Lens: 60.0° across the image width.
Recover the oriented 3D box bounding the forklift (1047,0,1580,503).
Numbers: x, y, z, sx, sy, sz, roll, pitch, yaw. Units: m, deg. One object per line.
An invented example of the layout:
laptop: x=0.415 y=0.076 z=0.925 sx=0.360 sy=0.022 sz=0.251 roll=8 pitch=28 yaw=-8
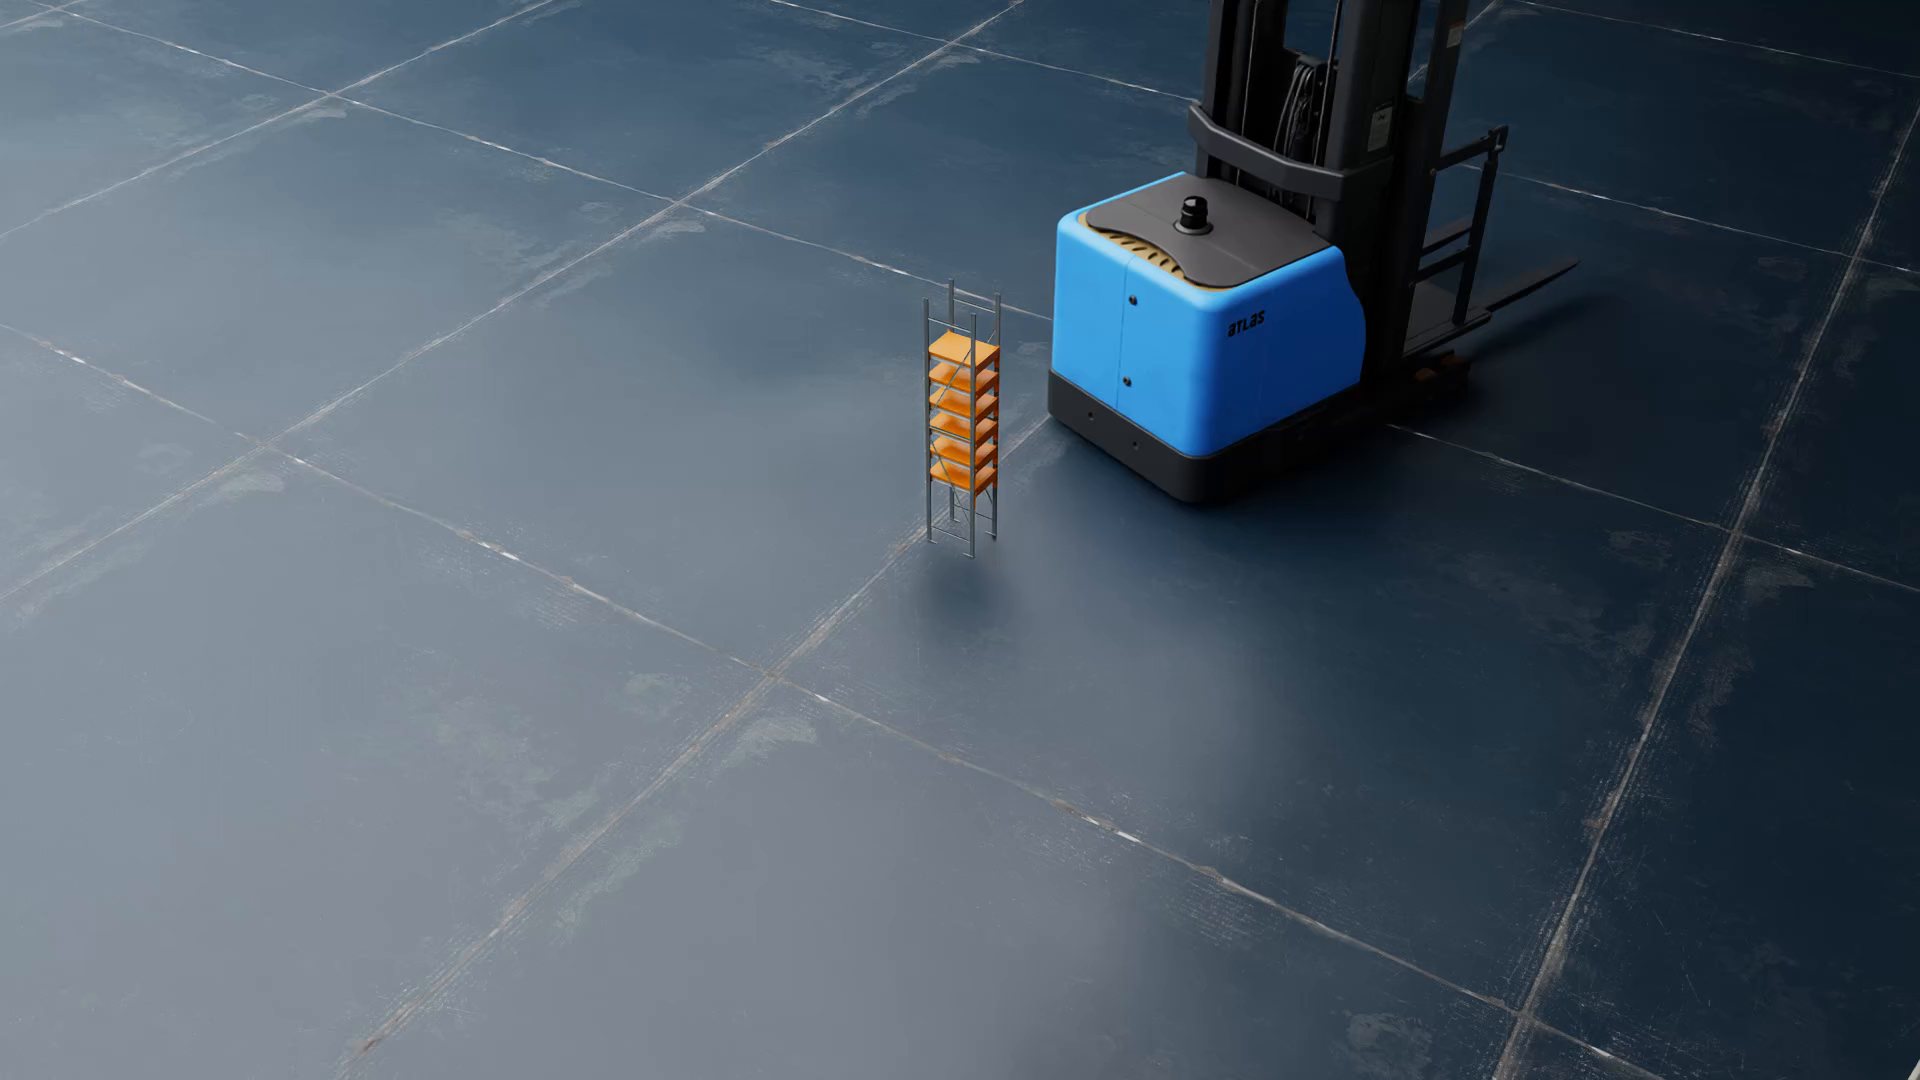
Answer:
forklift: x=1.889 y=-2.062 z=7.524 sx=3.031 sy=2.935 sz=1.130 roll=-25 pitch=44 yaw=-29

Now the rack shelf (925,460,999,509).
rack shelf: x=0.008 y=-0.257 z=7.067 sx=0.258 sy=0.103 sz=0.180 roll=21 pitch=42 yaw=25

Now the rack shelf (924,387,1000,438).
rack shelf: x=0.008 y=-0.542 z=6.847 sx=0.258 sy=0.103 sz=0.180 roll=21 pitch=42 yaw=25

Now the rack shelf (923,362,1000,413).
rack shelf: x=0.008 y=-0.638 z=6.774 sx=0.258 sy=0.103 sz=0.180 roll=21 pitch=42 yaw=25

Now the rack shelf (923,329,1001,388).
rack shelf: x=0.008 y=-0.733 z=6.701 sx=0.258 sy=0.103 sz=0.180 roll=21 pitch=42 yaw=25

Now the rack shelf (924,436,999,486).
rack shelf: x=0.008 y=-0.352 z=6.994 sx=0.258 sy=0.103 sz=0.180 roll=21 pitch=42 yaw=25

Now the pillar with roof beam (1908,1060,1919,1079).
pillar with roof beam: x=-0.849 y=-3.071 z=3.864 sx=9.100 sy=9.000 sz=0.400 roll=21 pitch=42 yaw=25

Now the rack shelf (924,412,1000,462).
rack shelf: x=0.008 y=-0.447 z=6.920 sx=0.258 sy=0.103 sz=0.180 roll=21 pitch=42 yaw=25

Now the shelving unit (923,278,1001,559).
shelving unit: x=0.008 y=-0.483 z=6.893 sx=0.258 sy=1.200 sz=0.189 roll=21 pitch=42 yaw=25

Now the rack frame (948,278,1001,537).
rack frame: x=0.057 y=-0.530 z=6.955 sx=0.240 sy=1.200 sz=0.006 roll=21 pitch=42 yaw=25

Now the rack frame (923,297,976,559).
rack frame: x=-0.041 y=-0.435 z=6.832 sx=0.240 sy=1.200 sz=0.006 roll=21 pitch=42 yaw=25
